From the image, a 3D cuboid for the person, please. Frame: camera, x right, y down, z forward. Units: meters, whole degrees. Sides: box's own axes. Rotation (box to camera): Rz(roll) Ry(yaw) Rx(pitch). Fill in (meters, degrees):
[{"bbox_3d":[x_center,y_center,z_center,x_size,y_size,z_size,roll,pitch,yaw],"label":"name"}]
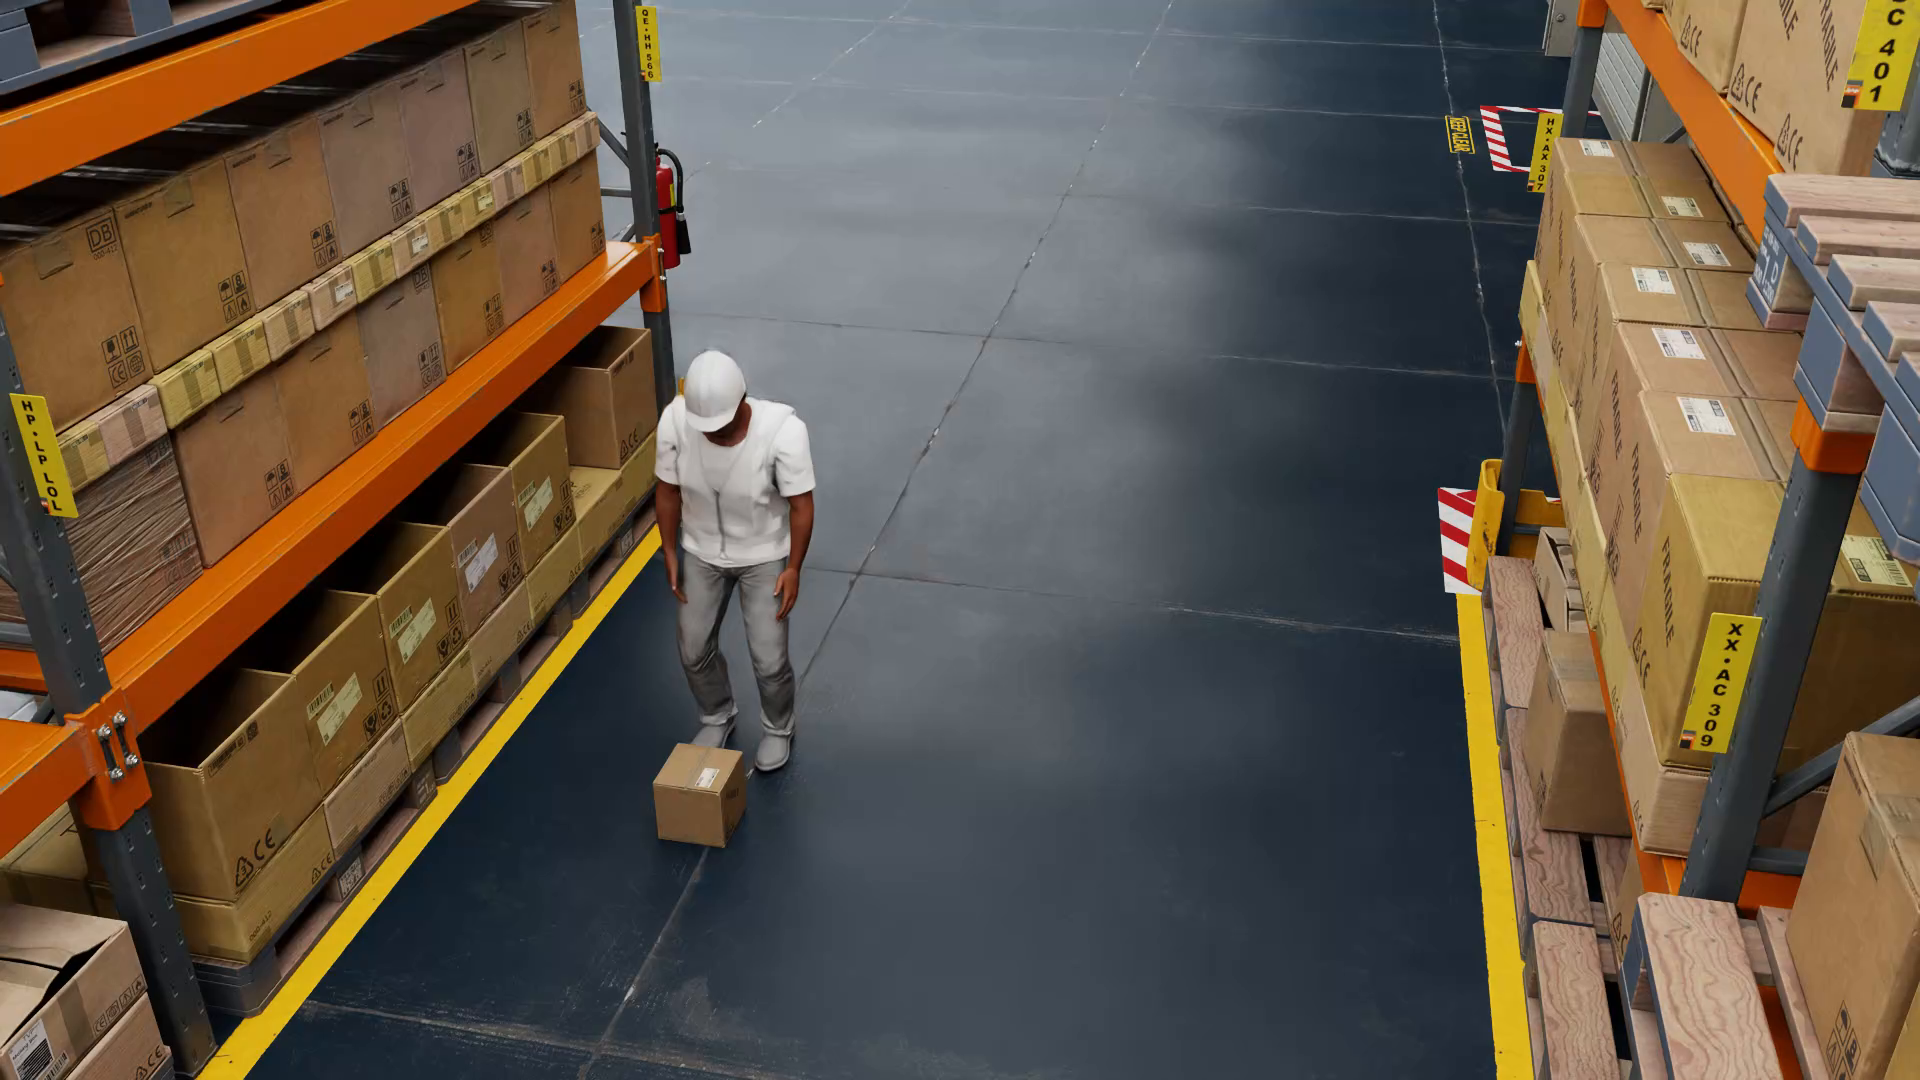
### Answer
[{"bbox_3d":[-0.808,0.072,6.045,0.599,1.696,0.491,7,29,12],"label":"person"}]
